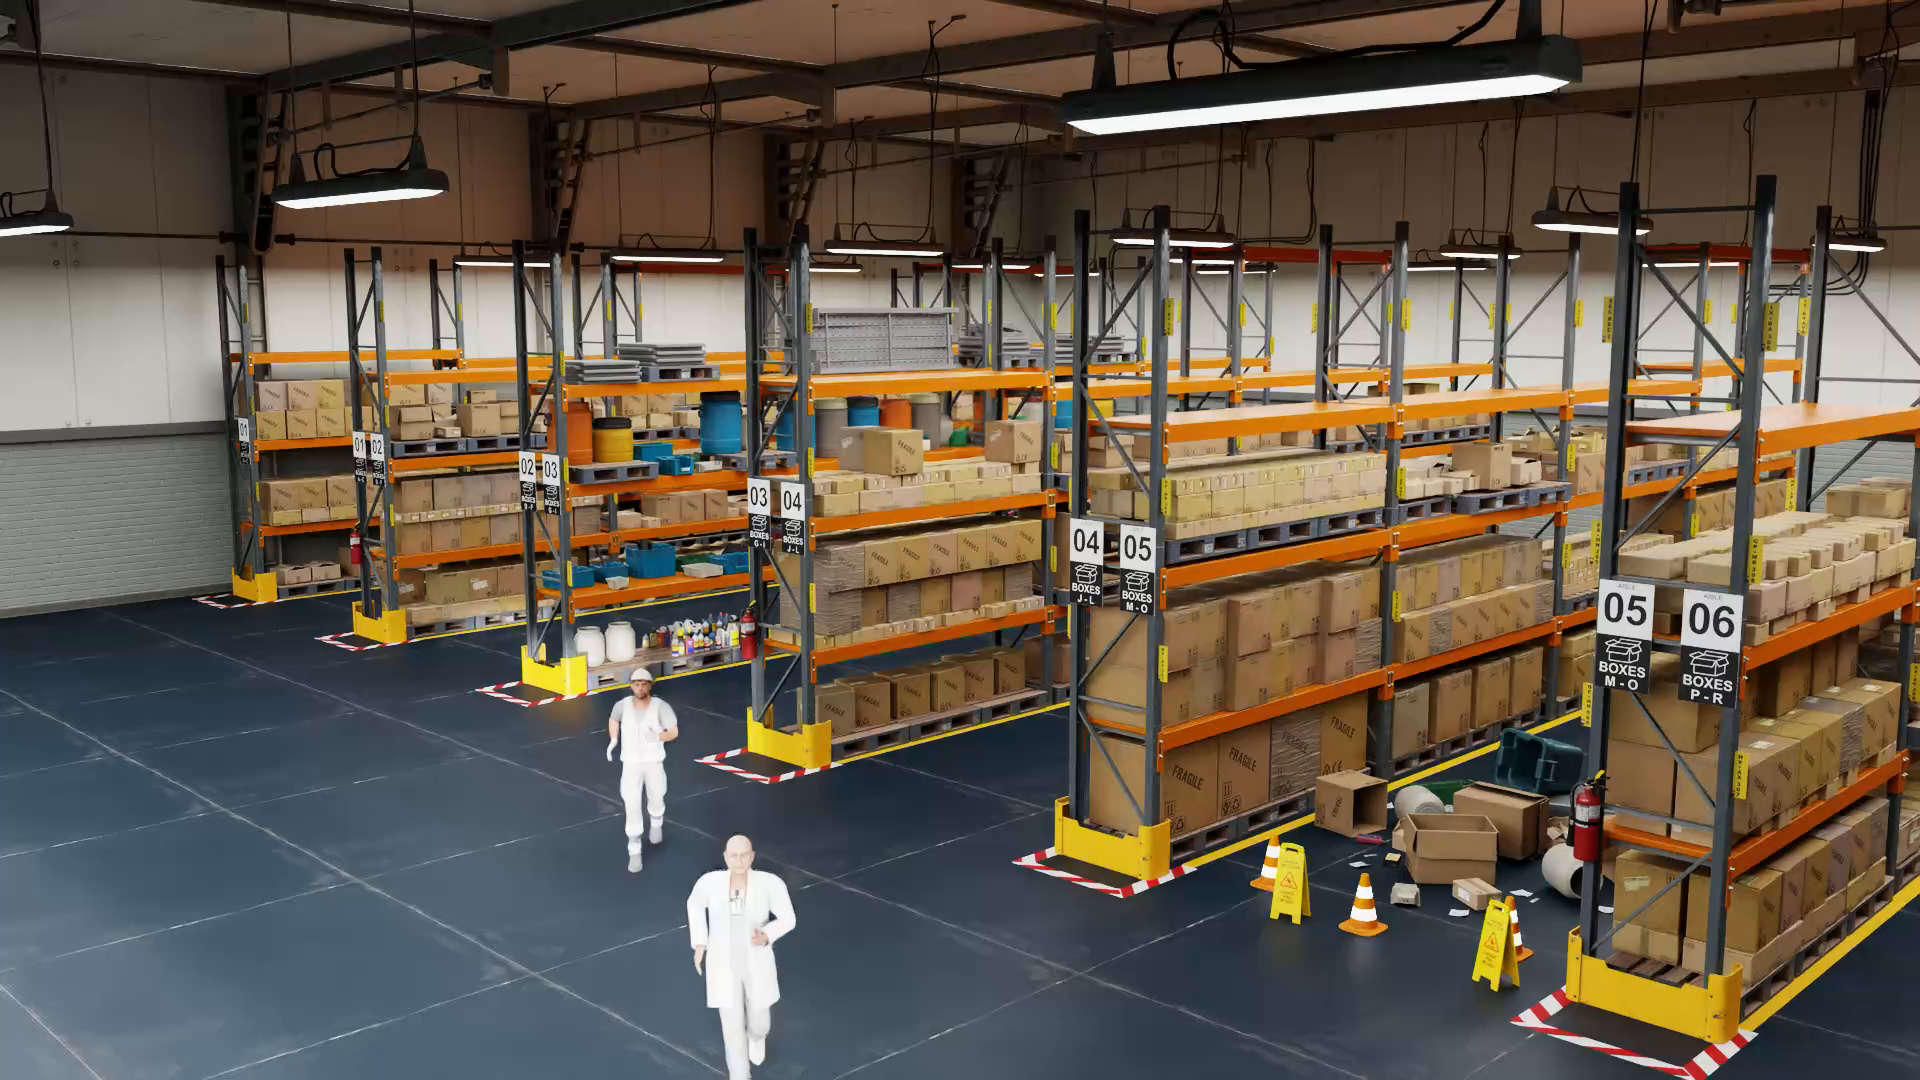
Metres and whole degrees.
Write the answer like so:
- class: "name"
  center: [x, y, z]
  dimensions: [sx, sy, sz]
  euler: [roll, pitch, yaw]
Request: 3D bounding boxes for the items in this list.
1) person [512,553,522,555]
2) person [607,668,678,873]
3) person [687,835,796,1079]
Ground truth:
- class: "person"
  center: [-7.931, 0.059, 29.717]
  dimensions: [0.691, 1.776, 0.923]
  euler: [6, 10, 37]
- class: "person"
  center: [-2.945, 2.071, 15.454]
  dimensions: [0.661, 1.783, 0.987]
  euler: [-1, 8, -7]
- class: "person"
  center: [-1.421, 2.768, 10.825]
  dimensions: [0.709, 1.742, 0.954]
  euler: [-1, 8, -6]
